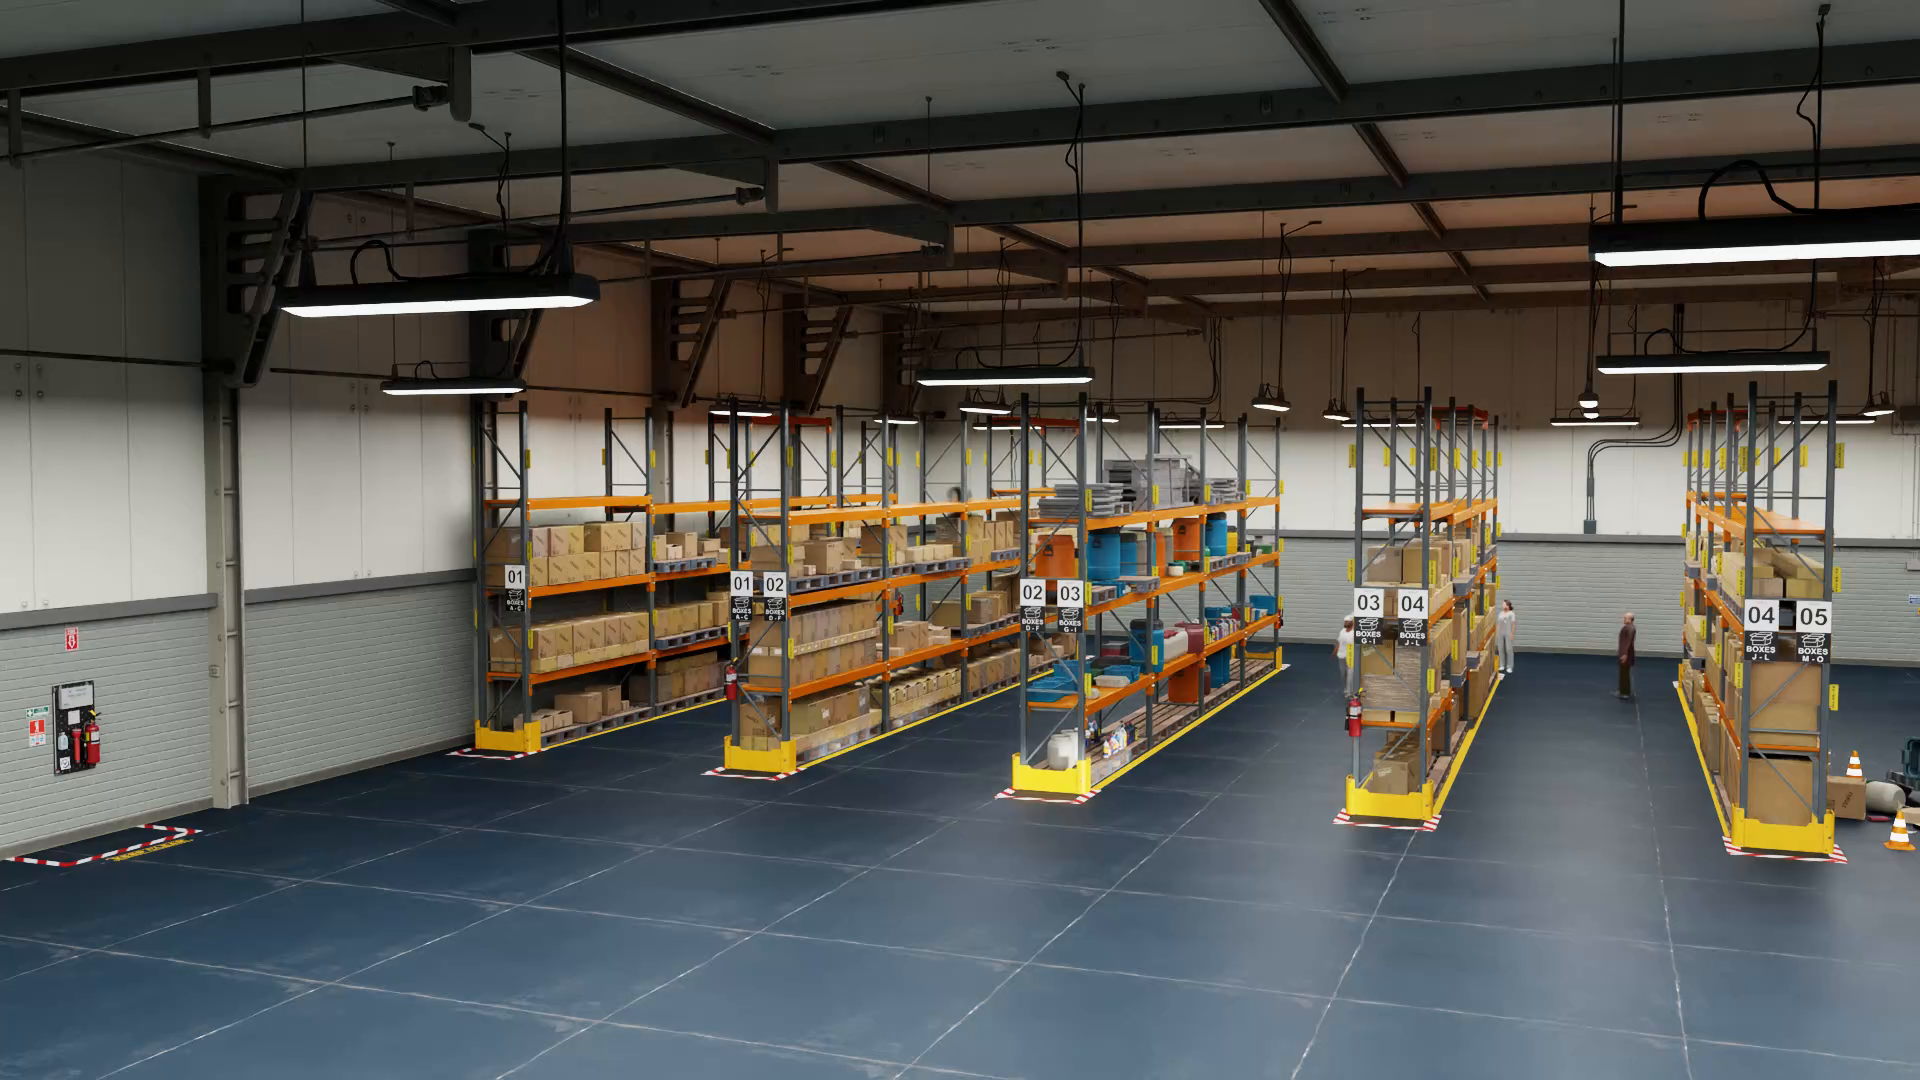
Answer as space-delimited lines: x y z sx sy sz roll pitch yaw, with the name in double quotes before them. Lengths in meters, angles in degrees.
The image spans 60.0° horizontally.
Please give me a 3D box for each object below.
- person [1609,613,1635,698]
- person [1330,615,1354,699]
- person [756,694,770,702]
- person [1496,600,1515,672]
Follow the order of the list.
"person" 13.897 2.412 34.911 0.548 1.784 0.606 2 3 29
"person" 8.108 2.441 34.885 0.689 1.729 0.986 1 3 27
"person" -3.890 2.512 33.021 0.516 1.791 0.636 2 3 31
"person" 12.882 2.261 39.280 0.453 1.694 0.428 3 4 43
